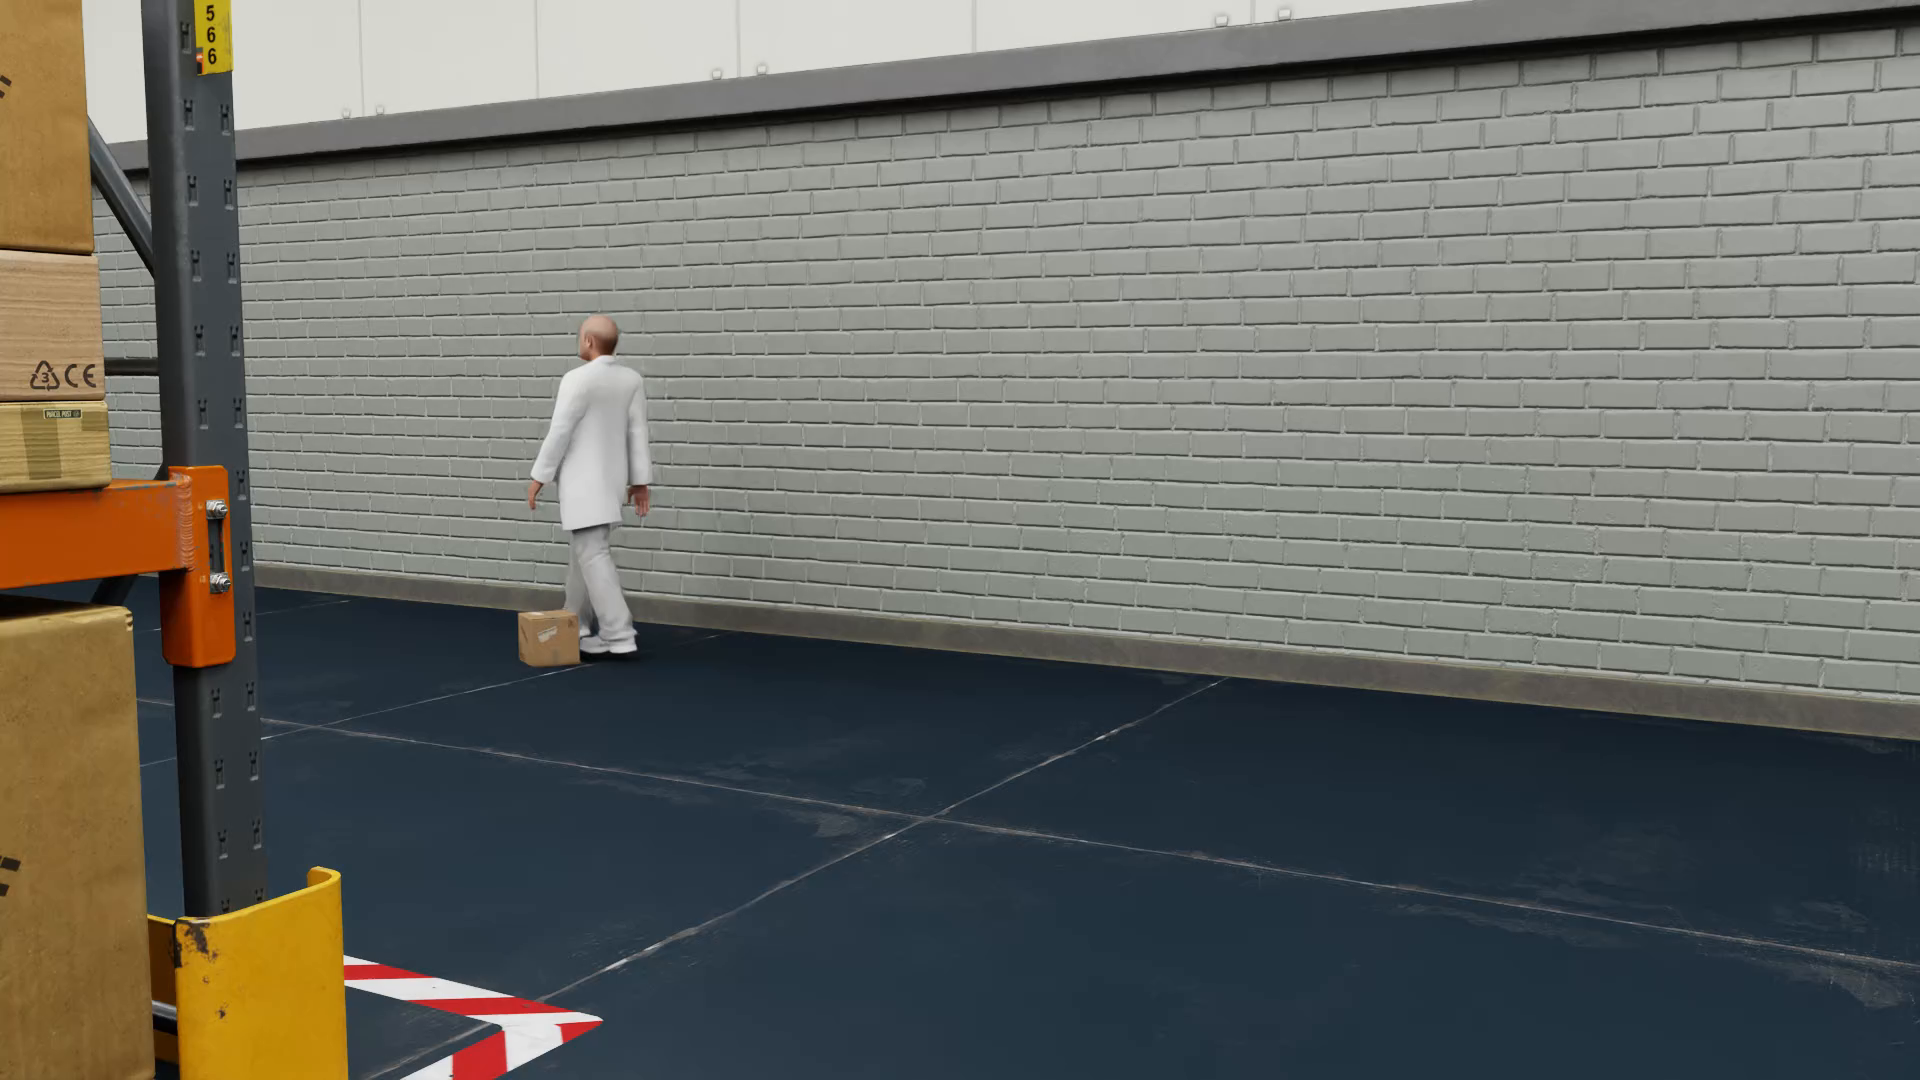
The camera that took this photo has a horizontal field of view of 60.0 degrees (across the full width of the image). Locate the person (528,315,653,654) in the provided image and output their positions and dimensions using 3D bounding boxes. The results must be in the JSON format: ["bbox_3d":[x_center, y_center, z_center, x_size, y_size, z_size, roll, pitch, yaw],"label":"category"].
[{"bbox_3d":[-1.997,-0.270,8.755,0.783,1.812,0.604,3,7,29],"label":"person"}]
